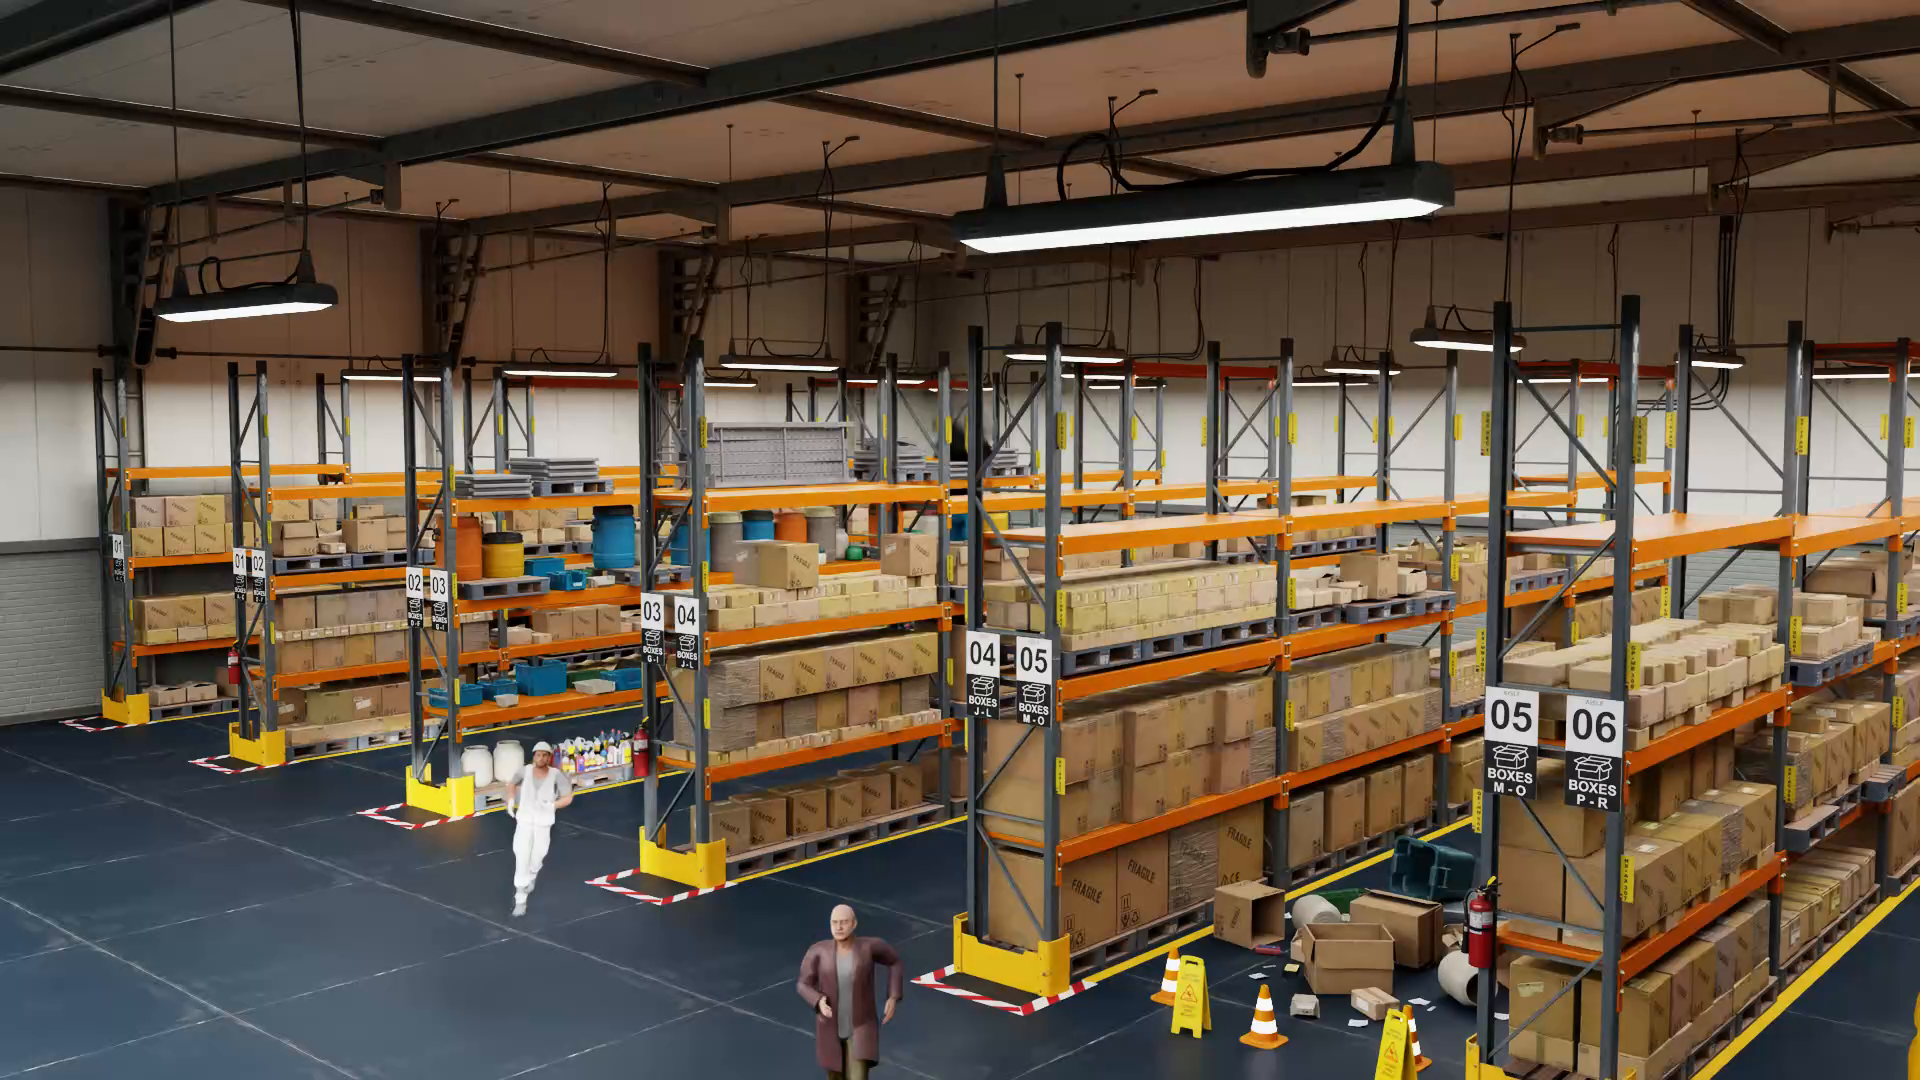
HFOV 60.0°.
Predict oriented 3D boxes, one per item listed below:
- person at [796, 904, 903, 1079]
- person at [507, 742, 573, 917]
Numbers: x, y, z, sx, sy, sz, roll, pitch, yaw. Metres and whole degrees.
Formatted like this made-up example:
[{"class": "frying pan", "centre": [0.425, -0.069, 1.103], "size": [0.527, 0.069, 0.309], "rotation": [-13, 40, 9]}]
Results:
[{"class": "person", "centre": [-0.776, 3.450, 11.622], "size": [0.723, 1.820, 0.826], "rotation": [0, 4, 5]}, {"class": "person", "centre": [-4.454, 3.006, 17.633], "size": [0.696, 1.775, 0.898], "rotation": [0, 4, -6]}]
